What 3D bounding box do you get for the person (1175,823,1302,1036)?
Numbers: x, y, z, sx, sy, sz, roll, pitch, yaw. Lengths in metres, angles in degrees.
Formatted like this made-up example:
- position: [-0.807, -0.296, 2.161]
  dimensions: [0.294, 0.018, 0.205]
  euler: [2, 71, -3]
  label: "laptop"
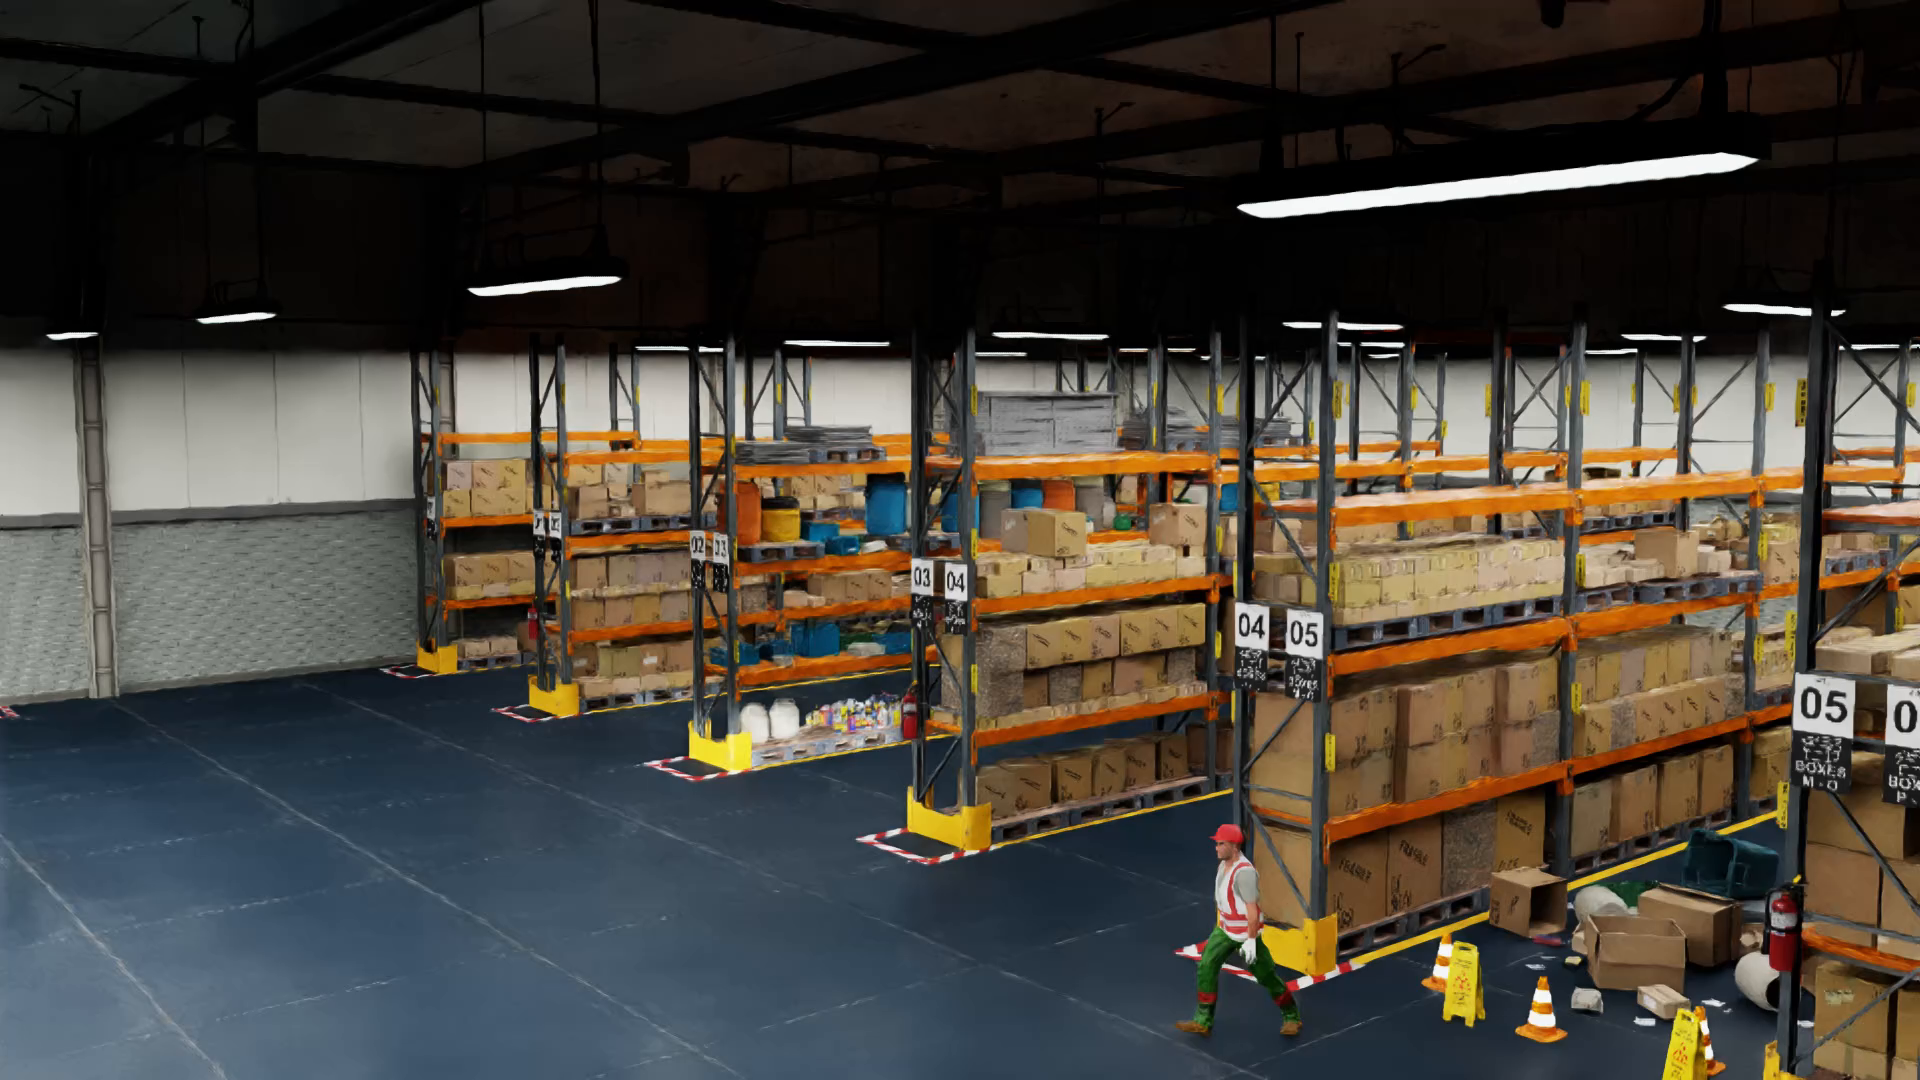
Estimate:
- position: [2.233, 3.093, 13.173]
  dimensions: [0.987, 1.734, 0.596]
  euler: [-2, 6, -19]
  label: "person"
